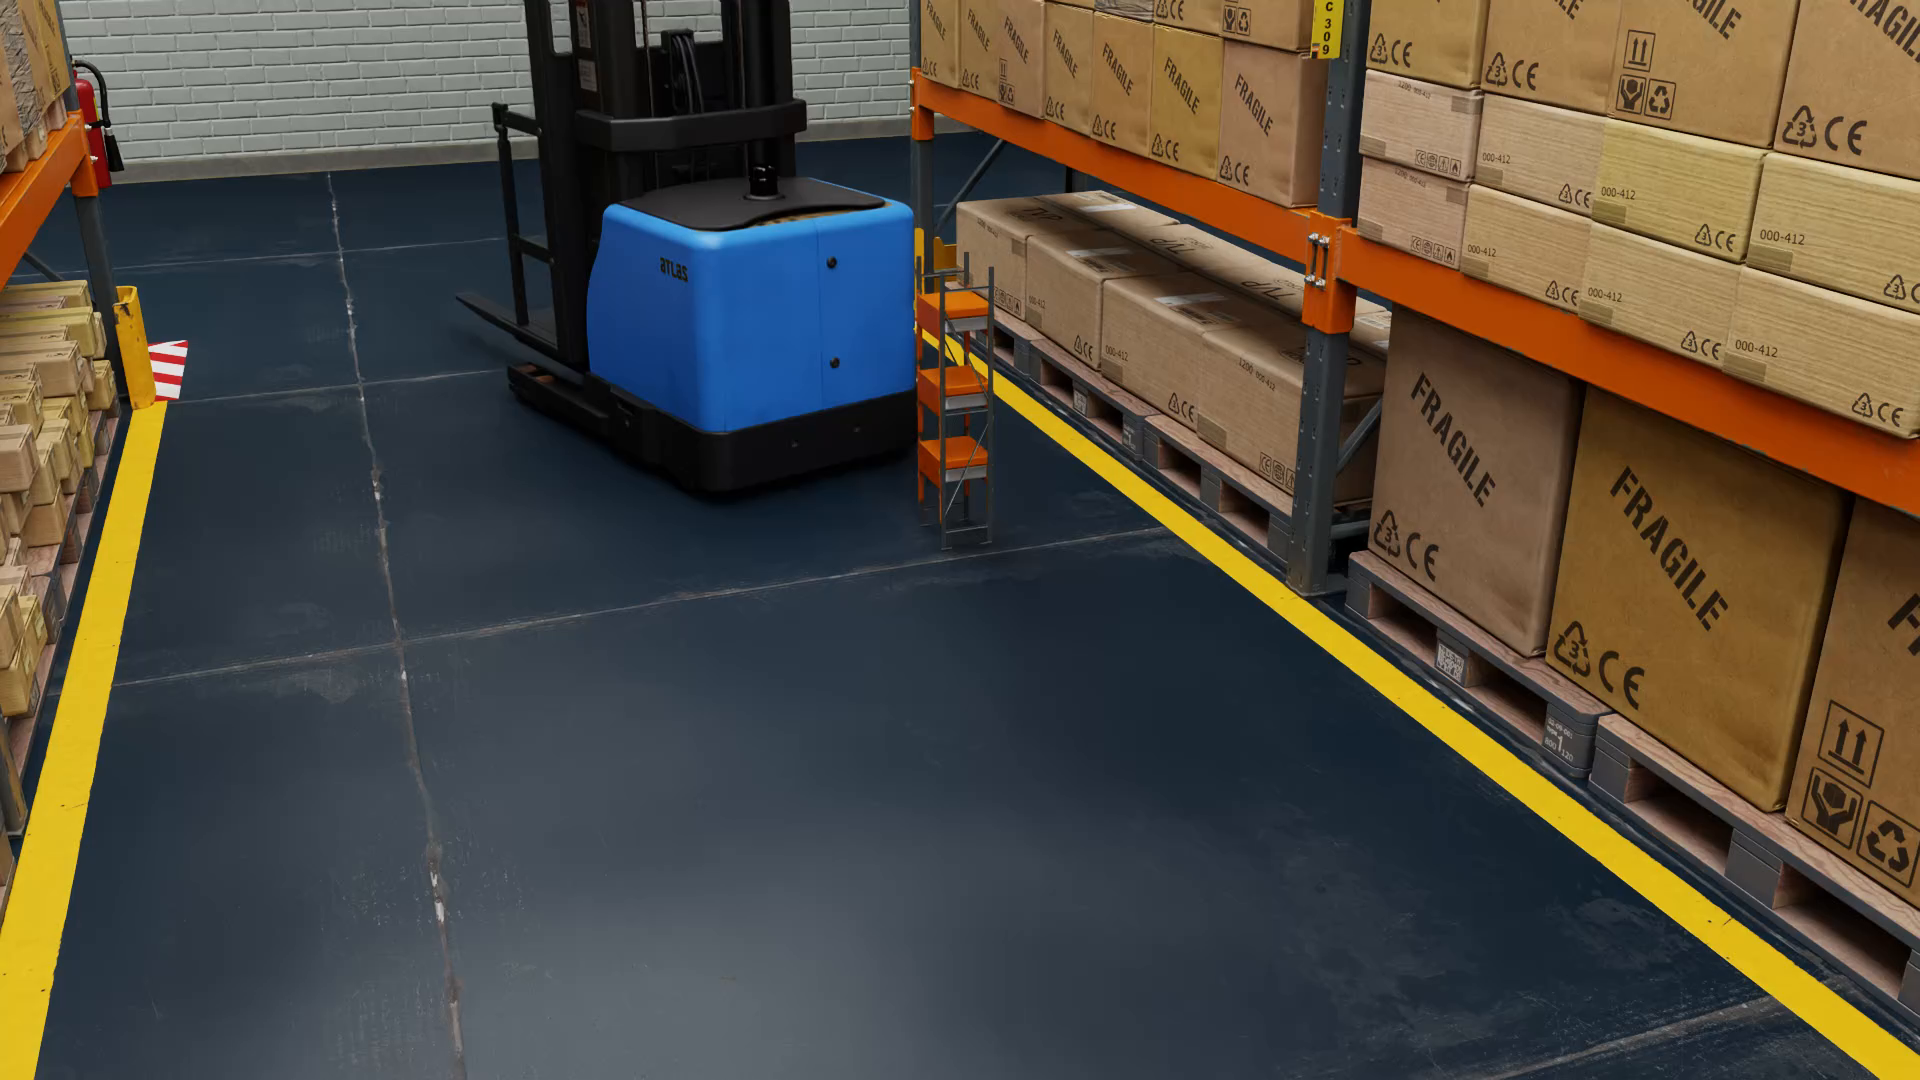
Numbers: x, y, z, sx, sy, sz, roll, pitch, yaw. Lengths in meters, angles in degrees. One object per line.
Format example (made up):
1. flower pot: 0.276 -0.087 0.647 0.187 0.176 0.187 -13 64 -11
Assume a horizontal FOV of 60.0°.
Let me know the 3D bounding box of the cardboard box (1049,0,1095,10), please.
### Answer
1. cardboard box: 0.680 -2.458 6.804 0.500 0.500 0.500 -8 24 -19

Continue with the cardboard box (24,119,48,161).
1. cardboard box: -3.726 -1.533 6.350 0.380 0.149 0.250 -8 24 -18

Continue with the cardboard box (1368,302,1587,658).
1. cardboard box: 1.929 -0.266 5.213 0.875 0.875 0.875 -8 24 -17

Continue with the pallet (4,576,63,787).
1. pallet: -3.231 0.496 4.801 1.003 0.211 1.213 -8 24 -19

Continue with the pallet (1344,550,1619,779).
1. pallet: 1.978 0.289 5.291 1.003 0.211 1.213 -8 24 -19

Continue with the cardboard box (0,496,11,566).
1. cardboard box: -3.175 -0.004 5.144 0.380 0.149 0.250 -10 25 -22

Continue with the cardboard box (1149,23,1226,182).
1. cardboard box: 1.045 -1.631 6.129 0.500 0.500 0.500 -9 24 -20

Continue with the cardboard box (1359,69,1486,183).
1. cardboard box: 1.526 -1.228 4.851 0.500 0.250 0.500 -9 24 -21

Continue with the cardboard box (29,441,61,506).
1. cardboard box: -3.280 -0.207 5.627 0.380 0.149 0.250 -9 24 -19

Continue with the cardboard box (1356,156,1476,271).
1. cardboard box: 1.543 -1.000 4.954 0.500 0.250 0.500 -9 24 -20

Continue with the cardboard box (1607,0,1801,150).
1. cardboard box: 1.902 -1.209 3.841 0.500 0.500 0.500 -9 24 -20

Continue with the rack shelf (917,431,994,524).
1. rack shelf: -0.019 -0.237 6.204 0.215 0.259 0.240 -8 24 -19

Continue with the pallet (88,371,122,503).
1. pallet: -4.093 -0.390 6.904 1.003 0.211 1.213 -8 24 -19

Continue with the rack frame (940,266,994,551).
1. rack frame: 0.024 -0.459 5.987 0.200 1.050 0.008 -8 24 -19

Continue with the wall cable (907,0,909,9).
1. wall cable: -0.469 -5.431 13.967 0.588 1.984 0.122 -8 24 -19

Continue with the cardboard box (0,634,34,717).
1. cardboard box: -2.788 0.394 4.583 0.380 0.149 0.250 -9 25 -21

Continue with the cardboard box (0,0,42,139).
1. cardboard box: -3.609 -1.687 5.880 0.500 0.500 0.500 -8 24 -19

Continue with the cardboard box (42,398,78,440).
1. cardboard box: -3.467 -0.397 6.076 0.380 0.149 0.250 -7 24 -16

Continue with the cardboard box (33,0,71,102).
1. cardboard box: -3.974 -2.058 6.759 0.500 0.500 0.500 -8 24 -18

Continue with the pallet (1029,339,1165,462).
1. pallet: 1.005 -0.712 7.666 1.003 0.211 1.213 -8 24 -19

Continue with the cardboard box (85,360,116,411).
1. cardboard box: -3.807 -0.641 7.038 0.380 0.149 0.250 -8 24 -17

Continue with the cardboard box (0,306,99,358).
1. cardboard box: -3.704 -0.824 6.706 0.380 0.149 0.250 -9 24 -20

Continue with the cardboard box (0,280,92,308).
1. cardboard box: -3.949 -0.999 7.123 0.380 0.149 0.250 -8 24 -18

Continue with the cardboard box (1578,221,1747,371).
1. cardboard box: 1.894 -0.624 4.062 0.500 0.250 0.500 -9 24 -19

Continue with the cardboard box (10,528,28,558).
1. cardboard box: -3.283 0.036 5.432 0.380 0.149 0.250 -9 25 -21

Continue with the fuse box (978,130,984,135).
1. fuse box: 0.225 -4.406 14.500 0.539 1.711 0.414 -8 24 -19

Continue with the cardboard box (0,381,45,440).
1. cardboard box: -3.416 -0.428 5.768 0.380 0.149 0.250 -8 24 -19

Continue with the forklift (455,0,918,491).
1. forklift: -1.465 -2.048 7.336 1.130 2.935 3.031 -17 28 -34

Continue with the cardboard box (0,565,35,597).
1. cardboard box: -3.019 0.214 5.009 0.380 0.149 0.250 -8 24 -19

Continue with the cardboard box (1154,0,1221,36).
1. cardboard box: 1.038 -2.091 5.934 0.500 0.500 0.500 -9 24 -20

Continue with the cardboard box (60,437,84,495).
1. cardboard box: -3.468 -0.259 6.132 0.380 0.149 0.250 -8 24 -18

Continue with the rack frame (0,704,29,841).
1. rack frame: -2.960 -0.550 3.692 1.000 3.000 0.127 -8 24 -19

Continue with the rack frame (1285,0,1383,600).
1. rack frame: 1.635 -1.265 5.390 1.000 3.000 0.127 -8 24 -19

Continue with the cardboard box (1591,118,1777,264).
1. cardboard box: 1.890 -0.856 3.967 0.500 0.250 0.500 -8 24 -18

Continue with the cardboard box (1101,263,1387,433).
1. cardboard box: 1.197 -0.846 7.154 0.875 0.438 0.875 -9 25 -21

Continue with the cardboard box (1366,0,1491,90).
1. cardboard box: 1.521 -1.573 4.704 0.500 0.500 0.500 -8 24 -18

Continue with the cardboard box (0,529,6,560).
1. cardboard box: -2.930 0.035 4.670 0.380 0.149 0.250 -7 24 -16

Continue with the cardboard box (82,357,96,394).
1. cardboard box: -3.735 -0.679 6.745 0.380 0.149 0.250 -9 25 -21

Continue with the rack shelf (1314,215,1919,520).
1. rack shelf: 2.341 -0.207 3.806 1.077 0.370 4.000 -8 24 -19

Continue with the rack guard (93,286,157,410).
1. rack guard: -4.347 -0.824 7.560 1.175 0.500 0.348 -8 24 -19

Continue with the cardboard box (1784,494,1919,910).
1. cardboard box: 2.570 0.386 3.666 0.875 0.875 0.875 -8 24 -18

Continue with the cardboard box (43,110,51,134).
1. cardboard box: -3.941 -1.712 6.773 0.380 0.149 0.250 -8 24 -19

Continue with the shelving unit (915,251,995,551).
1. shelving unit: -0.019 -0.503 6.092 0.215 1.050 0.252 -8 24 -19

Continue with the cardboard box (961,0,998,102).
1. cardboard box: 0.327 -2.371 7.885 0.500 0.500 0.500 -9 24 -20

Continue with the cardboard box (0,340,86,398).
1. cardboard box: -3.525 -0.631 6.248 0.380 0.149 0.250 -7 24 -17

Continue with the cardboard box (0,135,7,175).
1. cardboard box: -3.225 -1.314 4.994 0.500 0.500 0.500 -9 24 -20

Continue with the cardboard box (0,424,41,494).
1. cardboard box: -3.193 -0.246 5.335 0.380 0.149 0.250 -8 24 -18

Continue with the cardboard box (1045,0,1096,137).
1. cardboard box: 0.683 -2.004 7.014 0.500 0.500 0.500 -8 24 -17

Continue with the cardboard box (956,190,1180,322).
1. cardboard box: 0.548 -1.506 8.718 0.875 0.438 0.875 -9 25 -21

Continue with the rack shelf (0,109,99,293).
1. rack shelf: -3.667 -0.945 5.556 1.077 0.370 4.000 -8 24 -19
